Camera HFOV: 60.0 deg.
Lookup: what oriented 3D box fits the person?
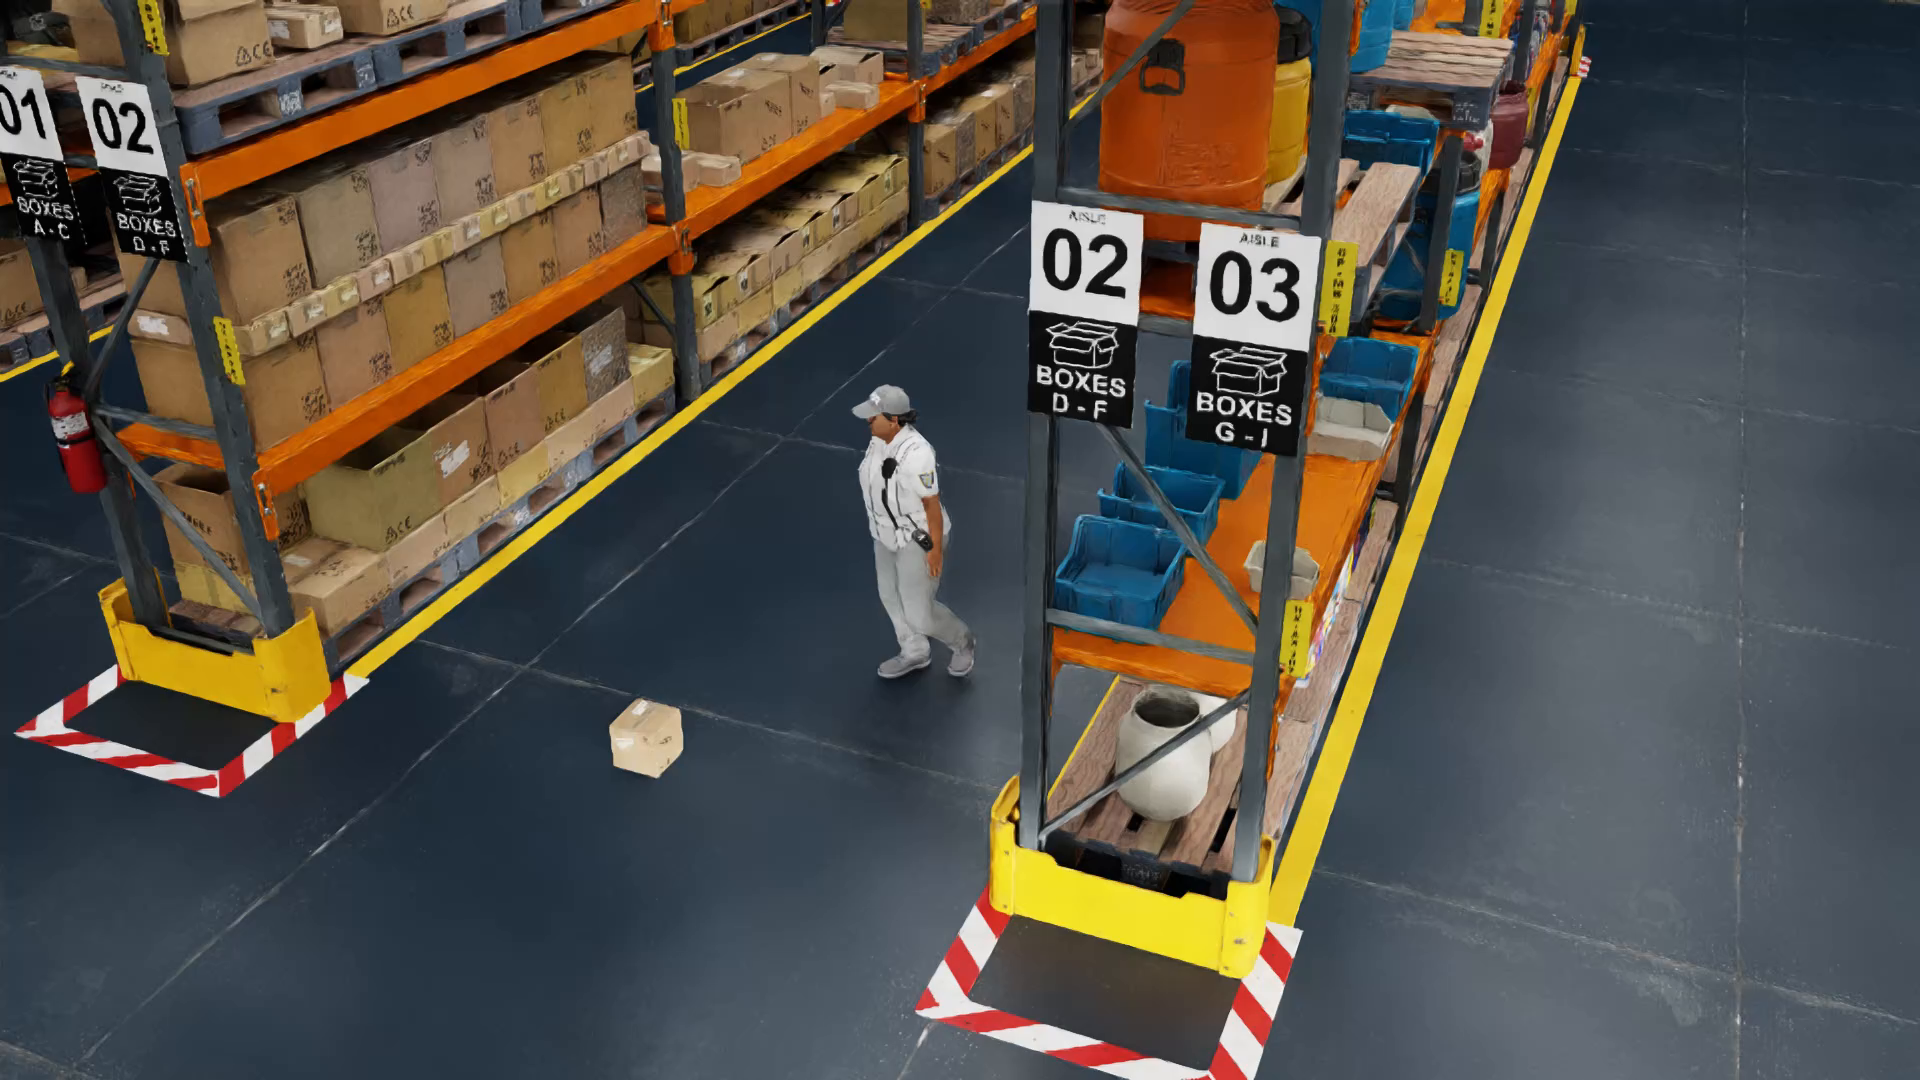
[{"bbox_3d":[-0.214,-0.028,8.438,0.582,1.655,0.547,-17,34,-28],"label":"person"}]
